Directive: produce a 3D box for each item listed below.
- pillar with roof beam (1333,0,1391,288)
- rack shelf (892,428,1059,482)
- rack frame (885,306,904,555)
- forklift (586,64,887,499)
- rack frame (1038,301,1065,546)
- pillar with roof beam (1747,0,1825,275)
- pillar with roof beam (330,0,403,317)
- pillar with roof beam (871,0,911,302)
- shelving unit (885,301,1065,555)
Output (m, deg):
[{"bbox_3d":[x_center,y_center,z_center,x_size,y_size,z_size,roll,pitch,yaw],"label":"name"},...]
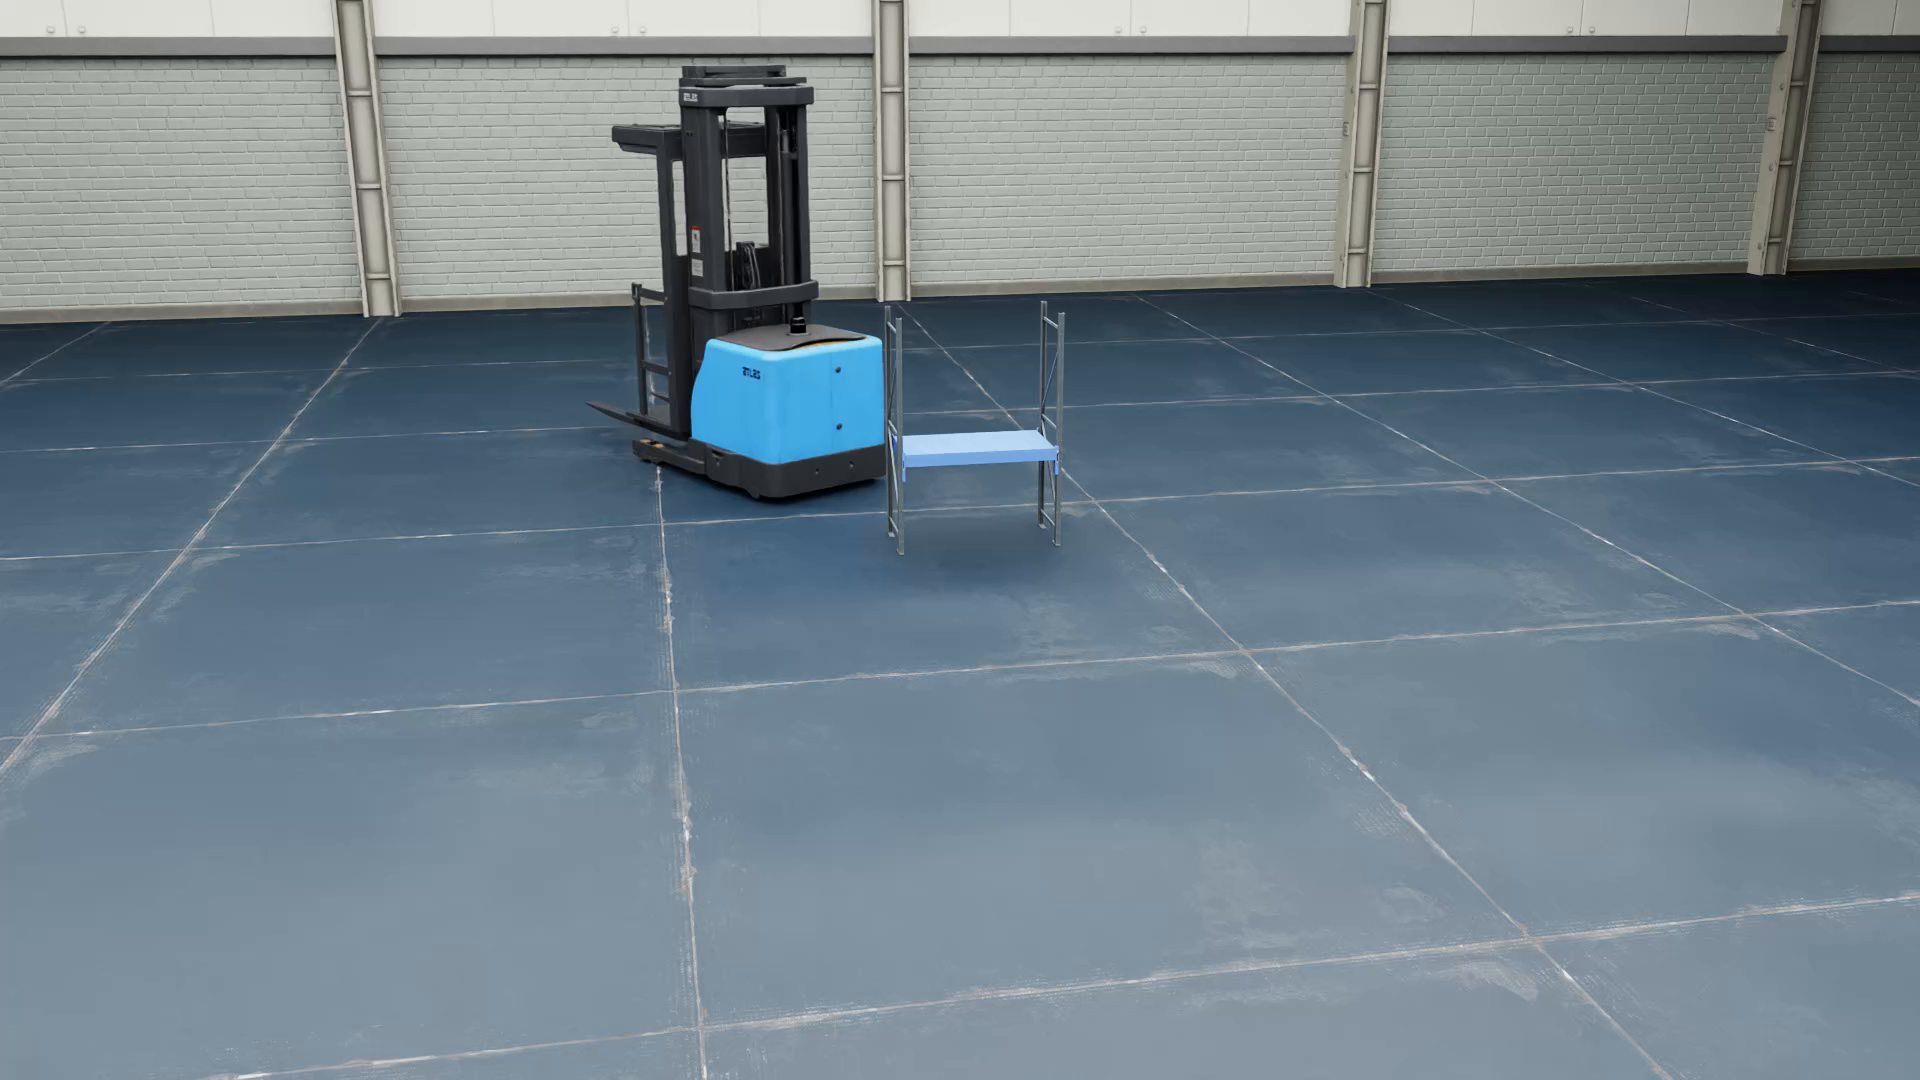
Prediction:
[{"bbox_3d":[5.886,-6.354,16.174,0.400,9.000,9.100,-3,17,-10],"label":"pillar with roof beam"},{"bbox_3d":[0.084,-0.550,10.660,1.000,0.185,0.538,-3,17,-10],"label":"rack shelf"},{"bbox_3d":[-0.415,-0.693,10.515,0.032,1.500,0.500,-3,17,-10],"label":"rack frame"},{"bbox_3d":[-1.867,-2.052,12.500,1.130,2.935,3.031,-14,22,-38],"label":"forklift"},{"bbox_3d":[0.583,-0.750,10.699,0.032,1.500,0.500,-3,17,-10],"label":"rack frame"},{"bbox_3d":[11.777,-6.689,17.262,0.400,9.000,9.100,-3,17,-10],"label":"pillar with roof beam"},{"bbox_3d":[-5.896,-5.686,13.997,0.400,9.000,9.100,-3,17,-10],"label":"pillar with roof beam"},{"bbox_3d":[-0.005,-6.020,15.085,0.400,9.000,9.100,-3,17,-10],"label":"pillar with roof beam"},{"bbox_3d":[0.084,-0.722,10.607,1.048,1.500,0.538,-3,17,-10],"label":"shelving unit"}]
